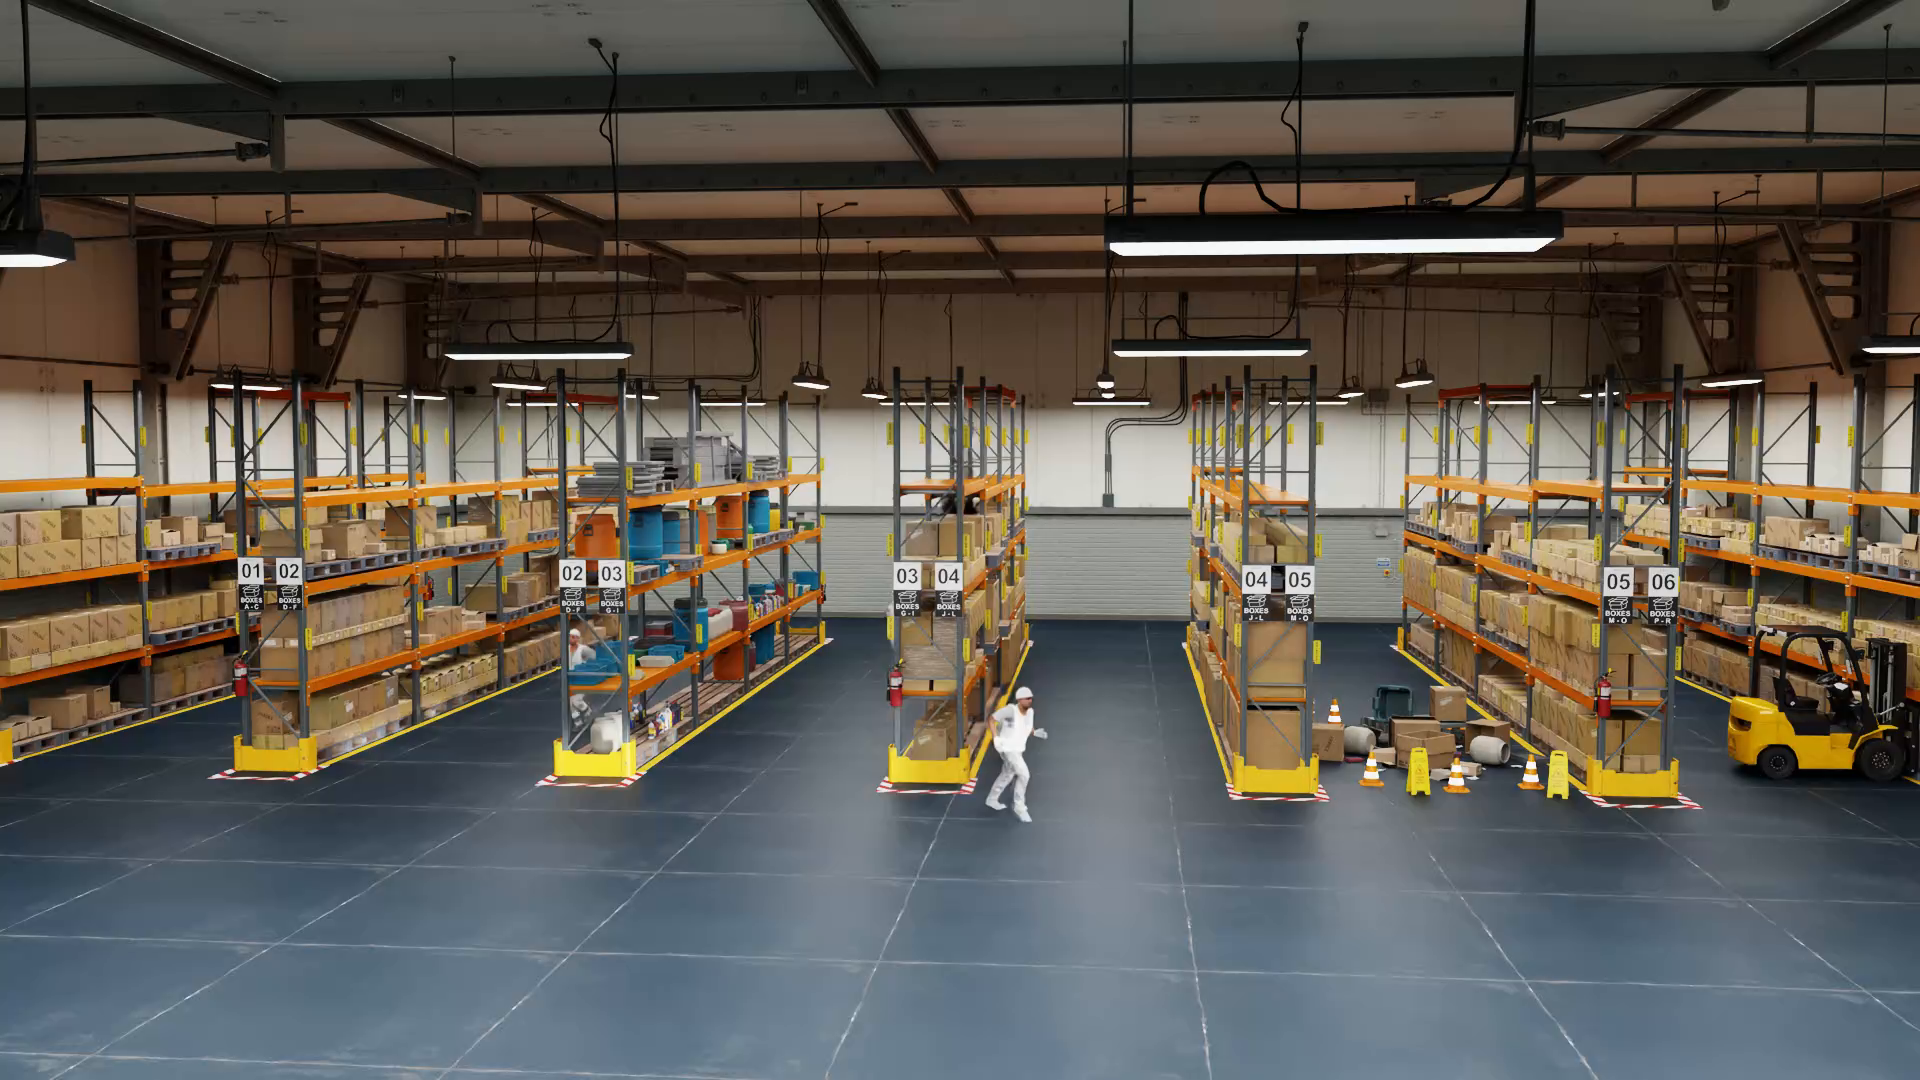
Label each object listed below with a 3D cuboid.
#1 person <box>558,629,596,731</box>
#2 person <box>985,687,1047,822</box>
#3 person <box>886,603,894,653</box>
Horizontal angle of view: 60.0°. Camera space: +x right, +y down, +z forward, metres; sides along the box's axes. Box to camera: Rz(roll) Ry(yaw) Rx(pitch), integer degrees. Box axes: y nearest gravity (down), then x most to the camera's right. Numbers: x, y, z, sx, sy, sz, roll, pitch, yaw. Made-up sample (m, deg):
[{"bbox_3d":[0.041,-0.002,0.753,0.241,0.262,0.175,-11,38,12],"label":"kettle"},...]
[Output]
[{"bbox_3d":[-6.512,2.378,28.222,0.686,1.740,0.622,1,4,18],"label":"person"},{"bbox_3d":[0.669,2.792,21.846,0.917,1.775,0.697,3,5,38],"label":"person"},{"bbox_3d":[-1.276,1.829,34.549,0.569,1.634,0.531,1,4,13],"label":"person"}]
